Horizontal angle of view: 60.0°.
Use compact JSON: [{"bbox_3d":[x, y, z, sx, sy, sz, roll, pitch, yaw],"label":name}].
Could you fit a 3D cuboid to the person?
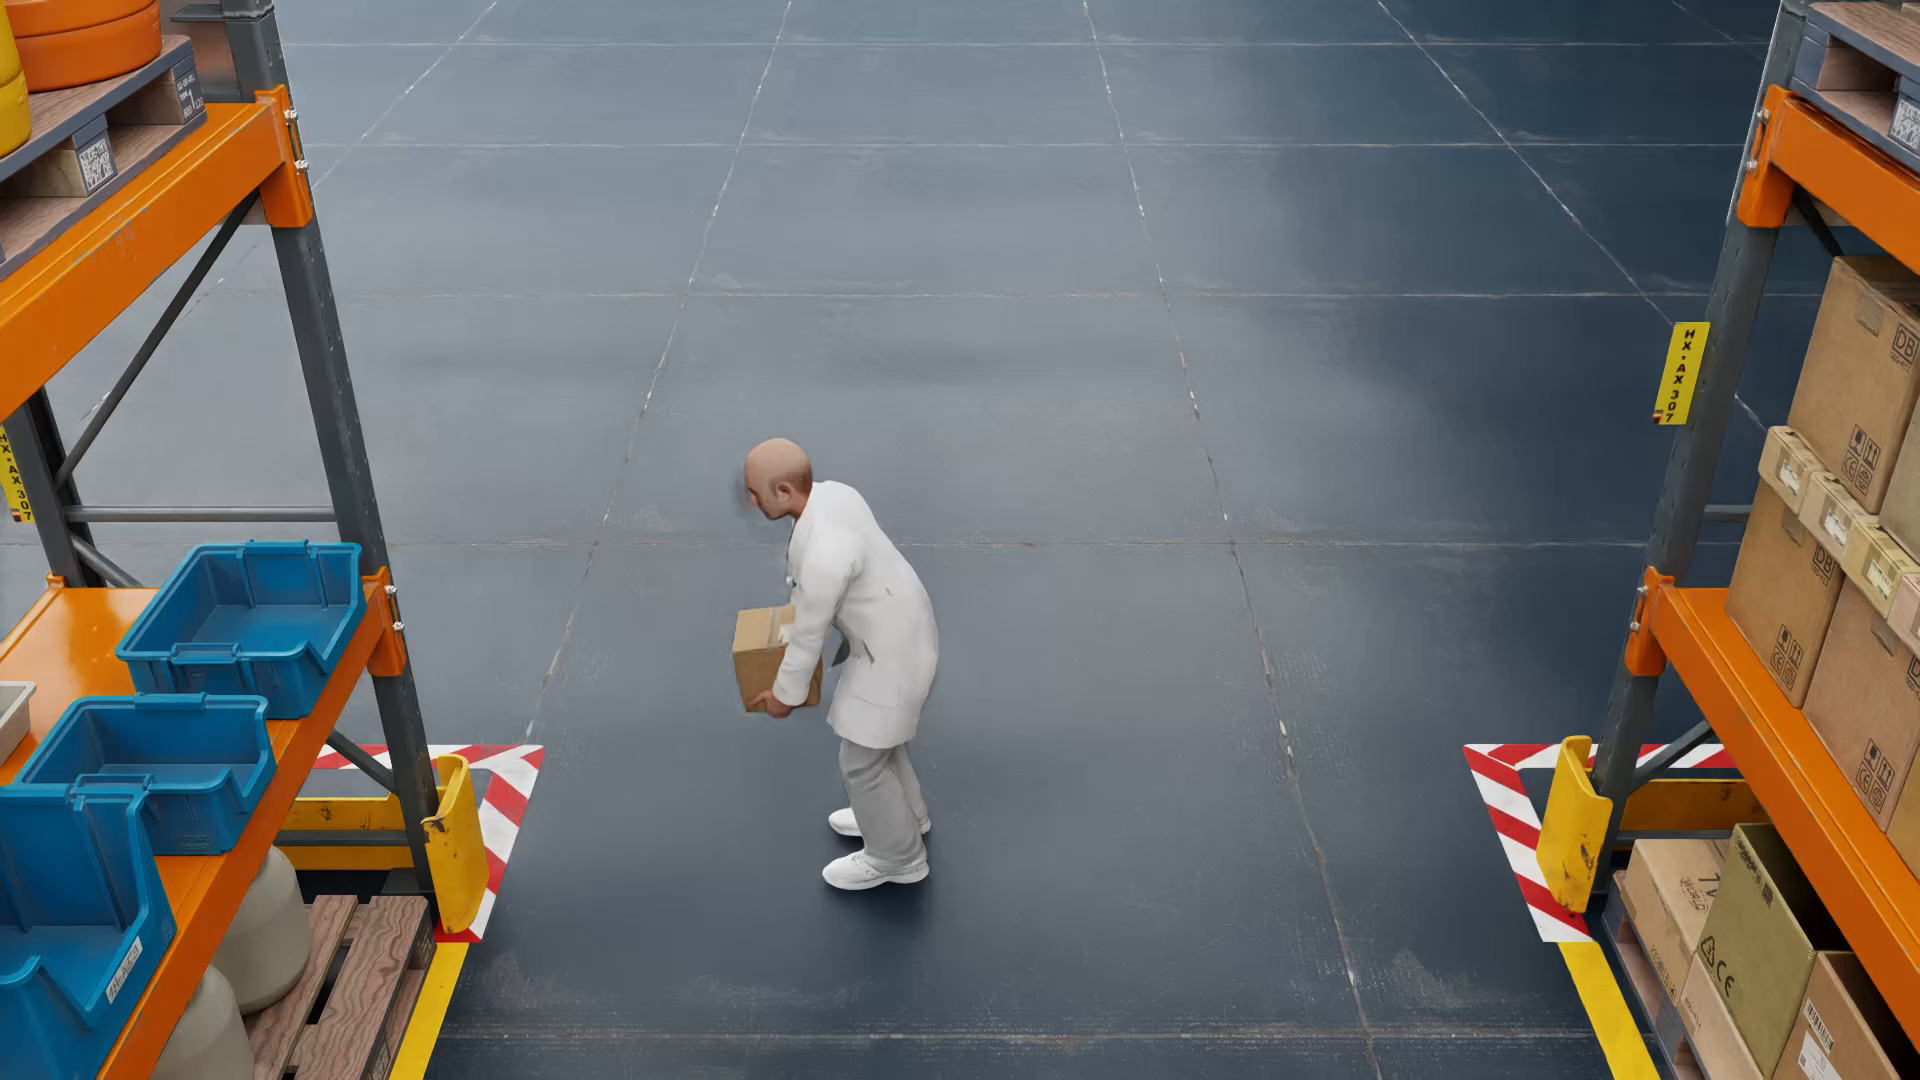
[{"bbox_3d":[-0.386,0.407,5.567,0.634,1.689,0.544,-1,31,-1],"label":"person"}]
